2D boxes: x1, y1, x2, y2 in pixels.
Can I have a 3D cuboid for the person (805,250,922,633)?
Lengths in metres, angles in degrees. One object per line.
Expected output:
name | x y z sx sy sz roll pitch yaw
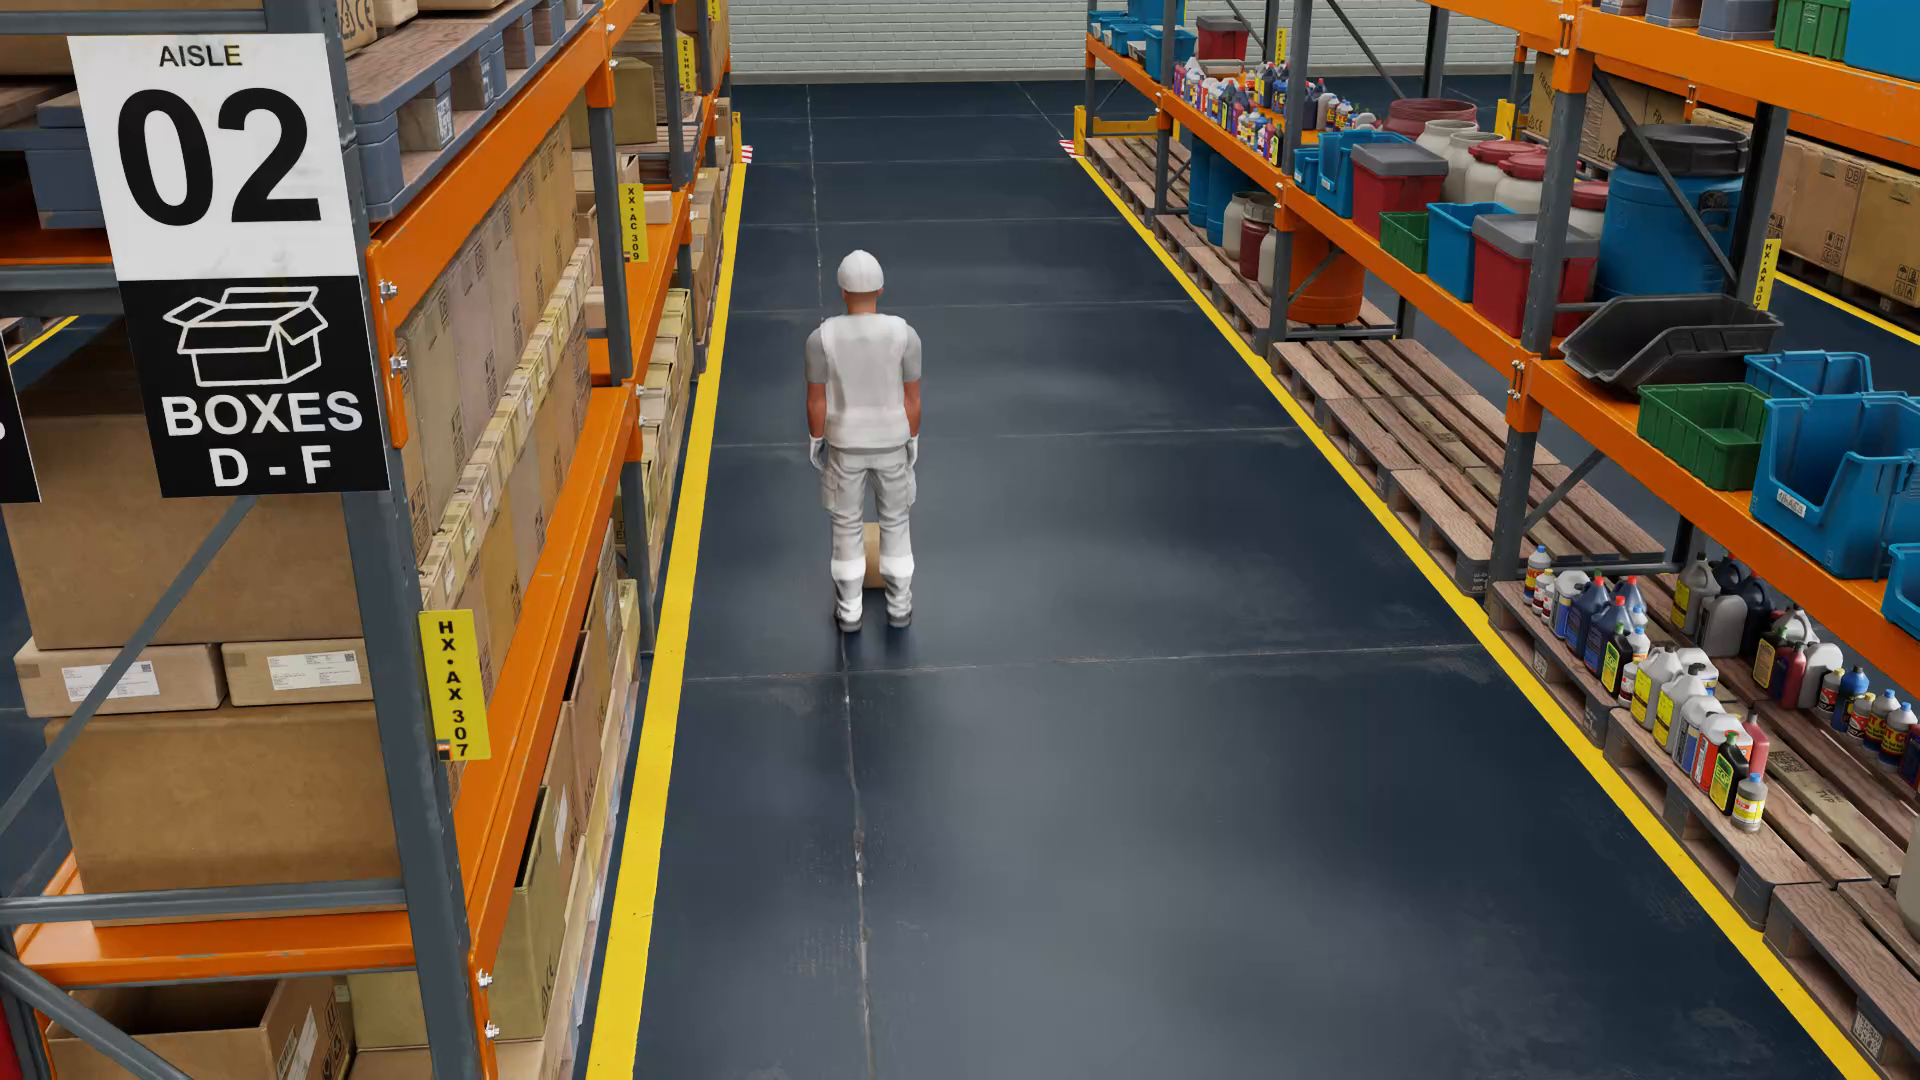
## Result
person | -0.433 -0.442 7.585 0.524 1.787 0.353 -2 24 -5
